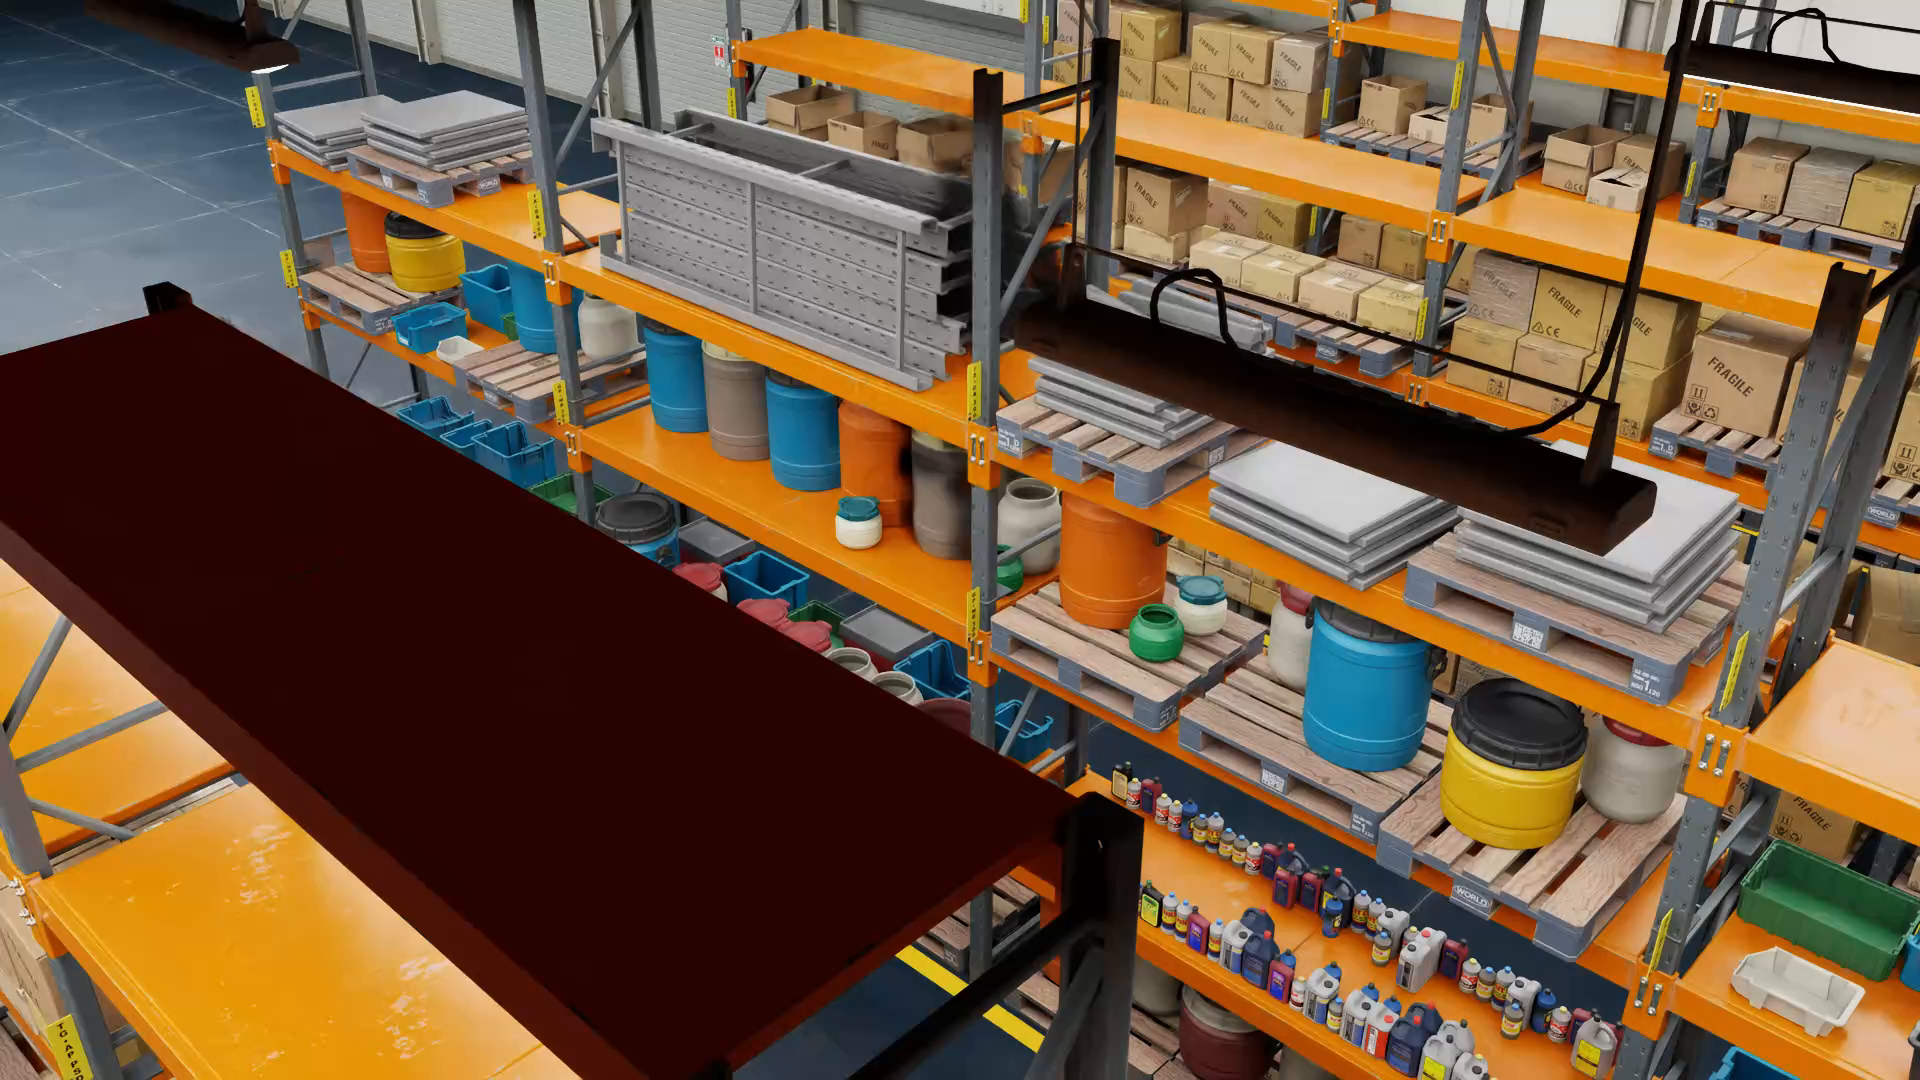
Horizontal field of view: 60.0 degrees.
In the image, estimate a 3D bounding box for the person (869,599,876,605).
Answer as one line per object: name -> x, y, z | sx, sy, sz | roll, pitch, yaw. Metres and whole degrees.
person -> -0.430, 0.690, 13.467 | 0.641, 1.612, 0.975 | -19, 35, -30
